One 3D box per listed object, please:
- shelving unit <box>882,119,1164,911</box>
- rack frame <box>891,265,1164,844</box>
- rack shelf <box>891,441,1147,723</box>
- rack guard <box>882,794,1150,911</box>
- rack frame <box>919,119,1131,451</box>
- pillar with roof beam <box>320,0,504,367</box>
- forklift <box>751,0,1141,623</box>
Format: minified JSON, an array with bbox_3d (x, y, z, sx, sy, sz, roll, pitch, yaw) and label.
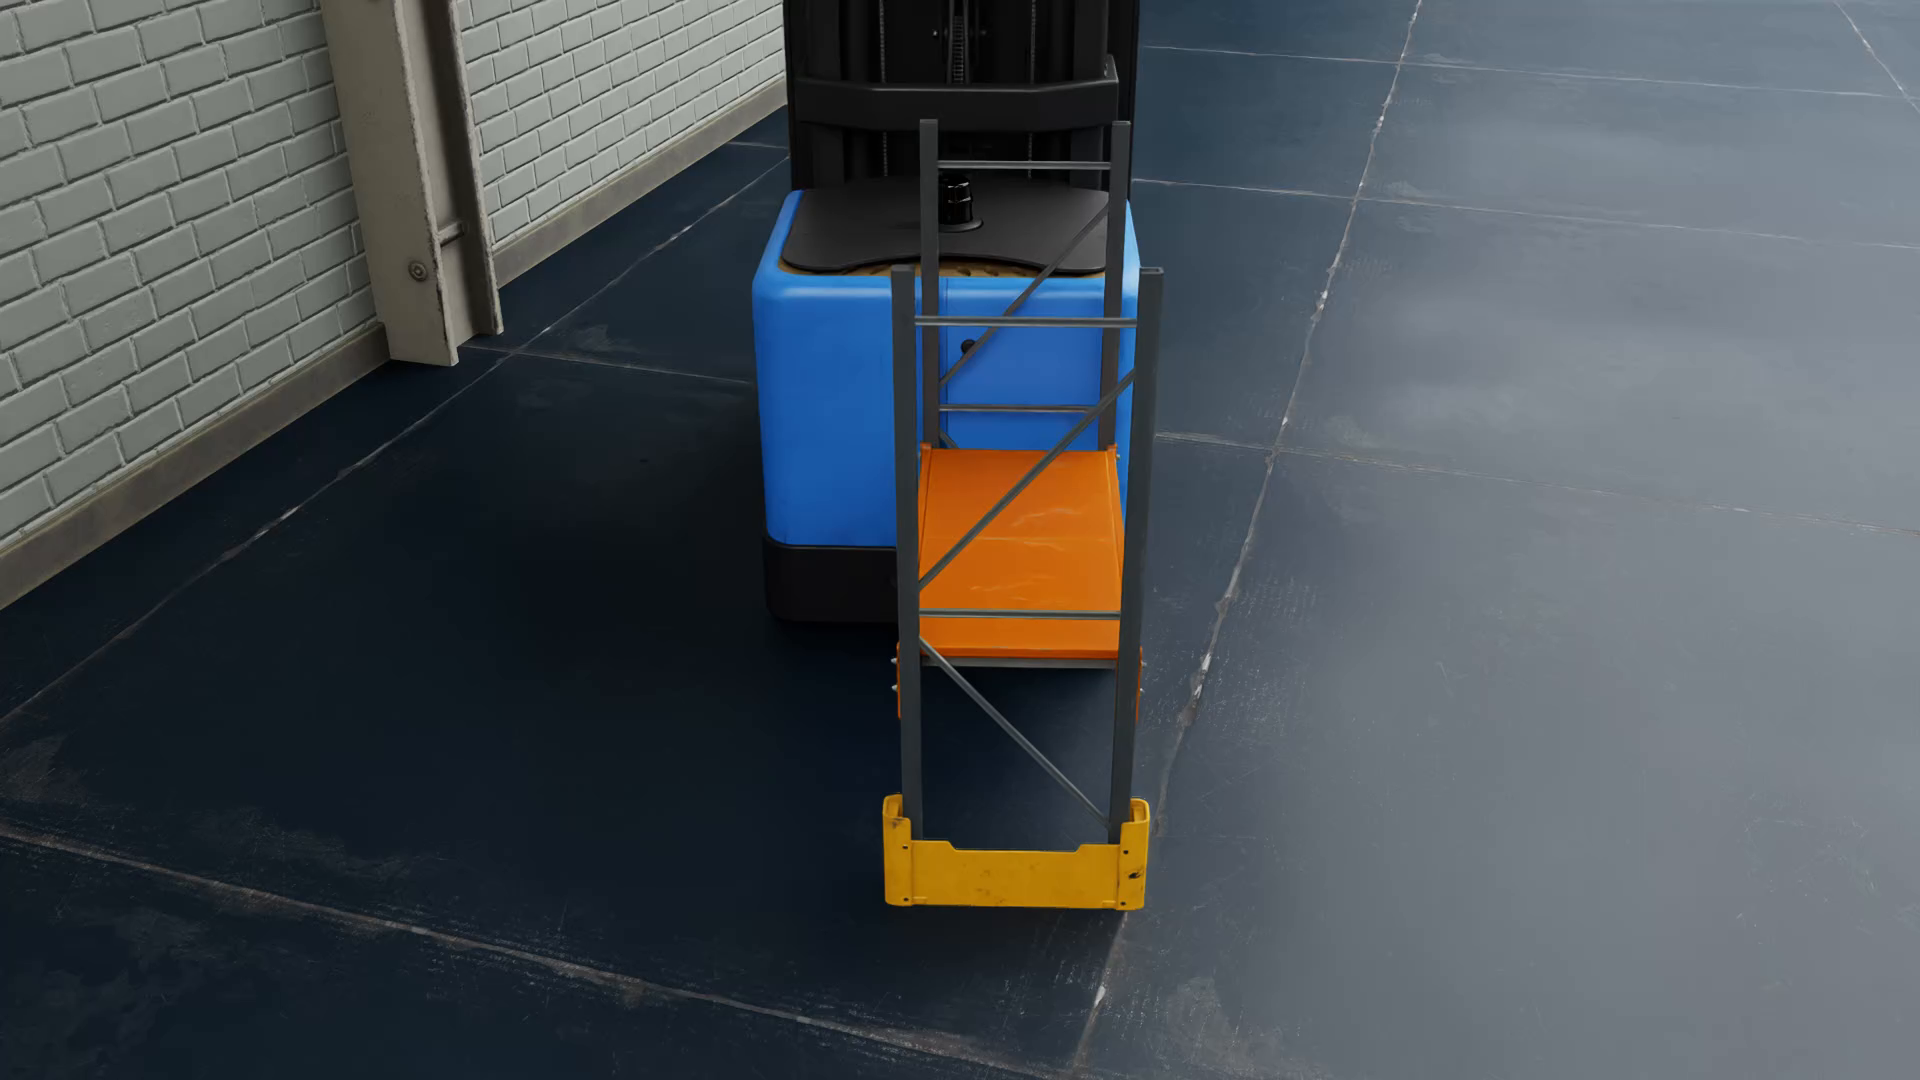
[{"bbox_3d":[0.138,-0.087,3.863,0.587,1.500,1.083,1,29,2],"label":"shelving unit"},{"bbox_3d":[0.123,0.156,3.427,0.500,1.500,0.032,1,29,2],"label":"rack frame"},{"bbox_3d":[0.139,0.066,3.958,0.538,0.185,1.000,1,29,2],"label":"rack shelf"},{"bbox_3d":[0.123,0.702,3.732,0.587,0.250,0.087,1,29,2],"label":"rack guard"},{"bbox_3d":[0.154,-0.338,4.315,0.500,1.500,0.032,1,29,2],"label":"rack frame"},{"bbox_3d":[2.051,-4.106,3.374,9.100,9.000,0.400,8,30,15],"label":"pillar with roof beam"},{"bbox_3d":[0.011,-1.717,5.322,1.130,2.935,3.031,1,29,2],"label":"forklift"}]
